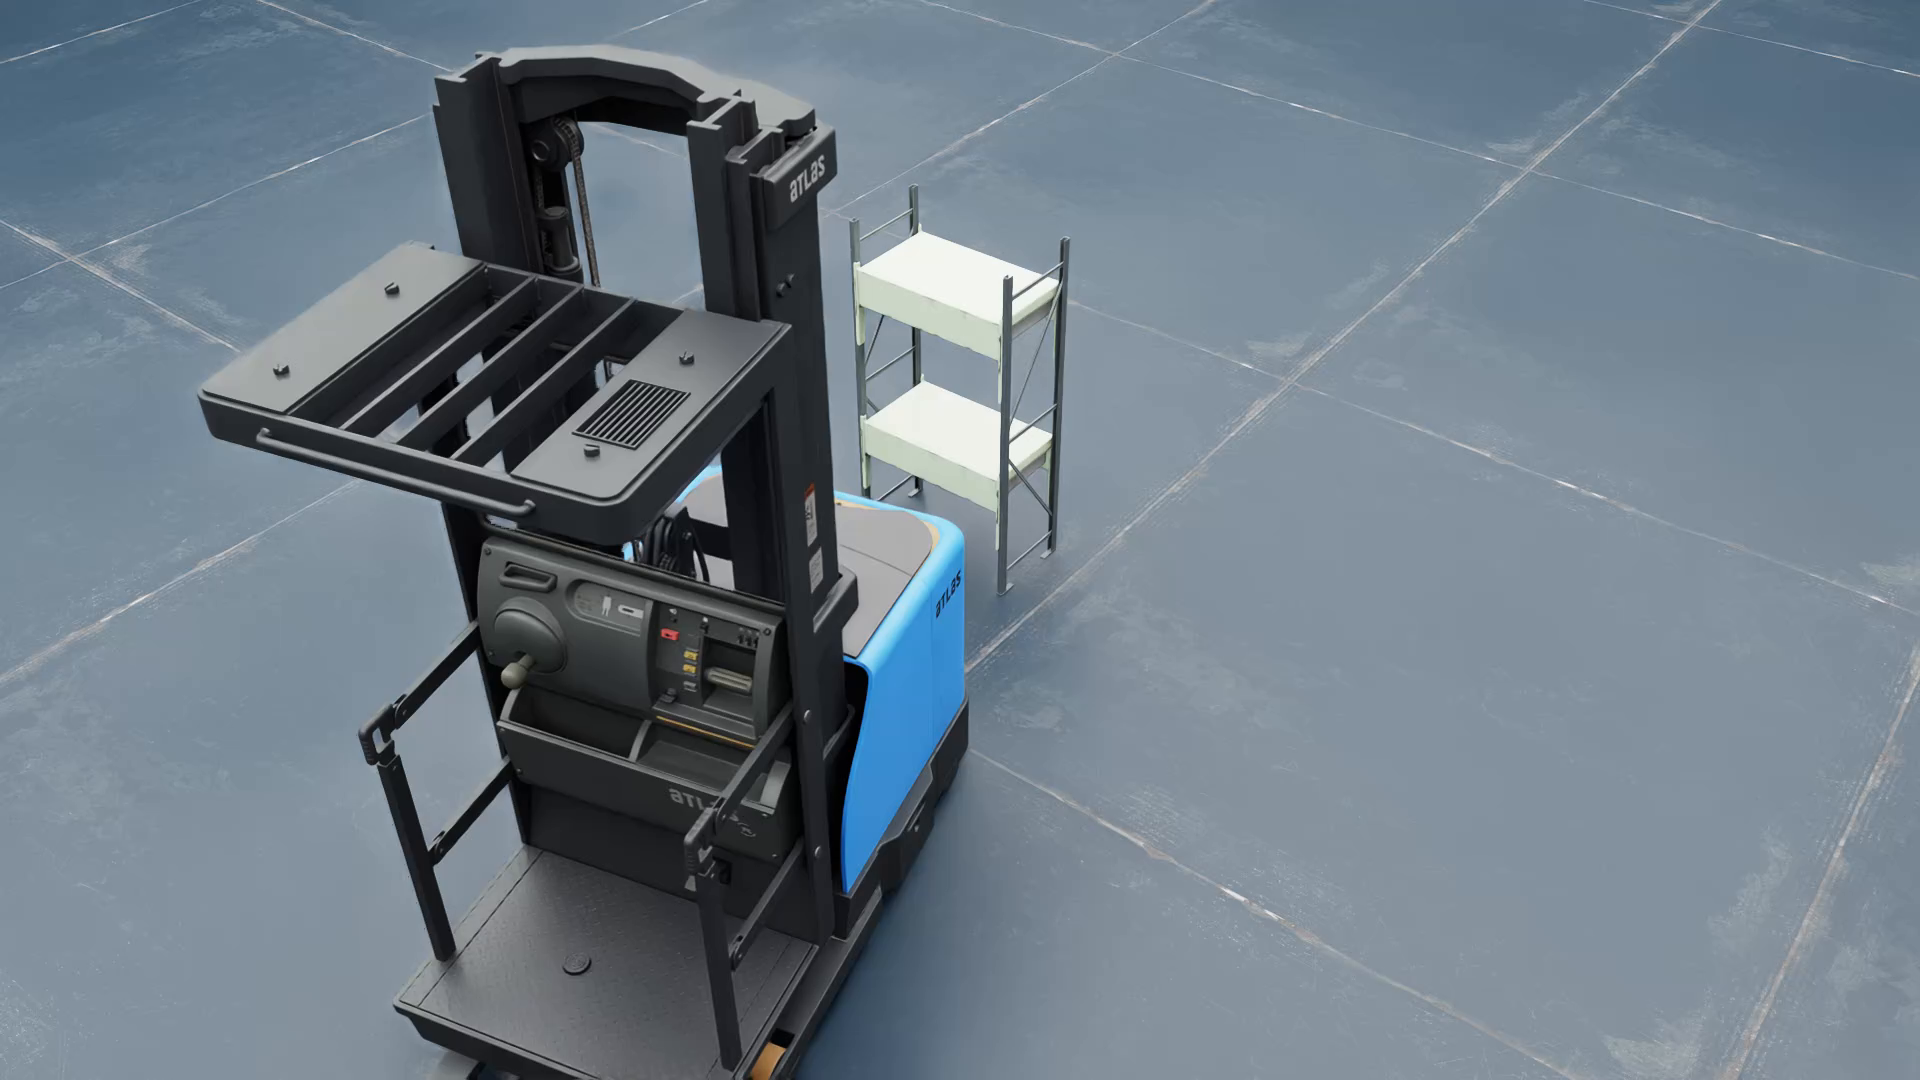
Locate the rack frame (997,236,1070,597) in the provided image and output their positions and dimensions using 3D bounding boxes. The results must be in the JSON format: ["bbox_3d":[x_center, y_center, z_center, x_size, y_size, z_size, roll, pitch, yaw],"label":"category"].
[{"bbox_3d":[0.285,-0.456,6.616,0.023,1.500,0.400,25,45,29],"label":"rack frame"}]

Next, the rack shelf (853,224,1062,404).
[{"bbox_3d":[-0.005,-0.900,6.550,0.720,0.370,0.431,25,45,29],"label":"rack shelf"}]

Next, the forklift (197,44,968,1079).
[{"bbox_3d":[-1.005,0.356,4.418,1.130,2.935,3.031,14,40,18],"label":"forklift"}]

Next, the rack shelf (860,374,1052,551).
[{"bbox_3d":[-0.005,-0.336,6.992,0.720,0.370,0.431,25,45,29],"label":"rack shelf"}]

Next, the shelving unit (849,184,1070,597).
[{"bbox_3d":[-0.005,-0.593,6.791,0.755,1.500,0.431,25,45,29],"label":"shelving unit"}]

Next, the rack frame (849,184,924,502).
[{"bbox_3d":[-0.296,-0.730,6.966,0.023,1.500,0.400,25,45,29],"label":"rack frame"}]
